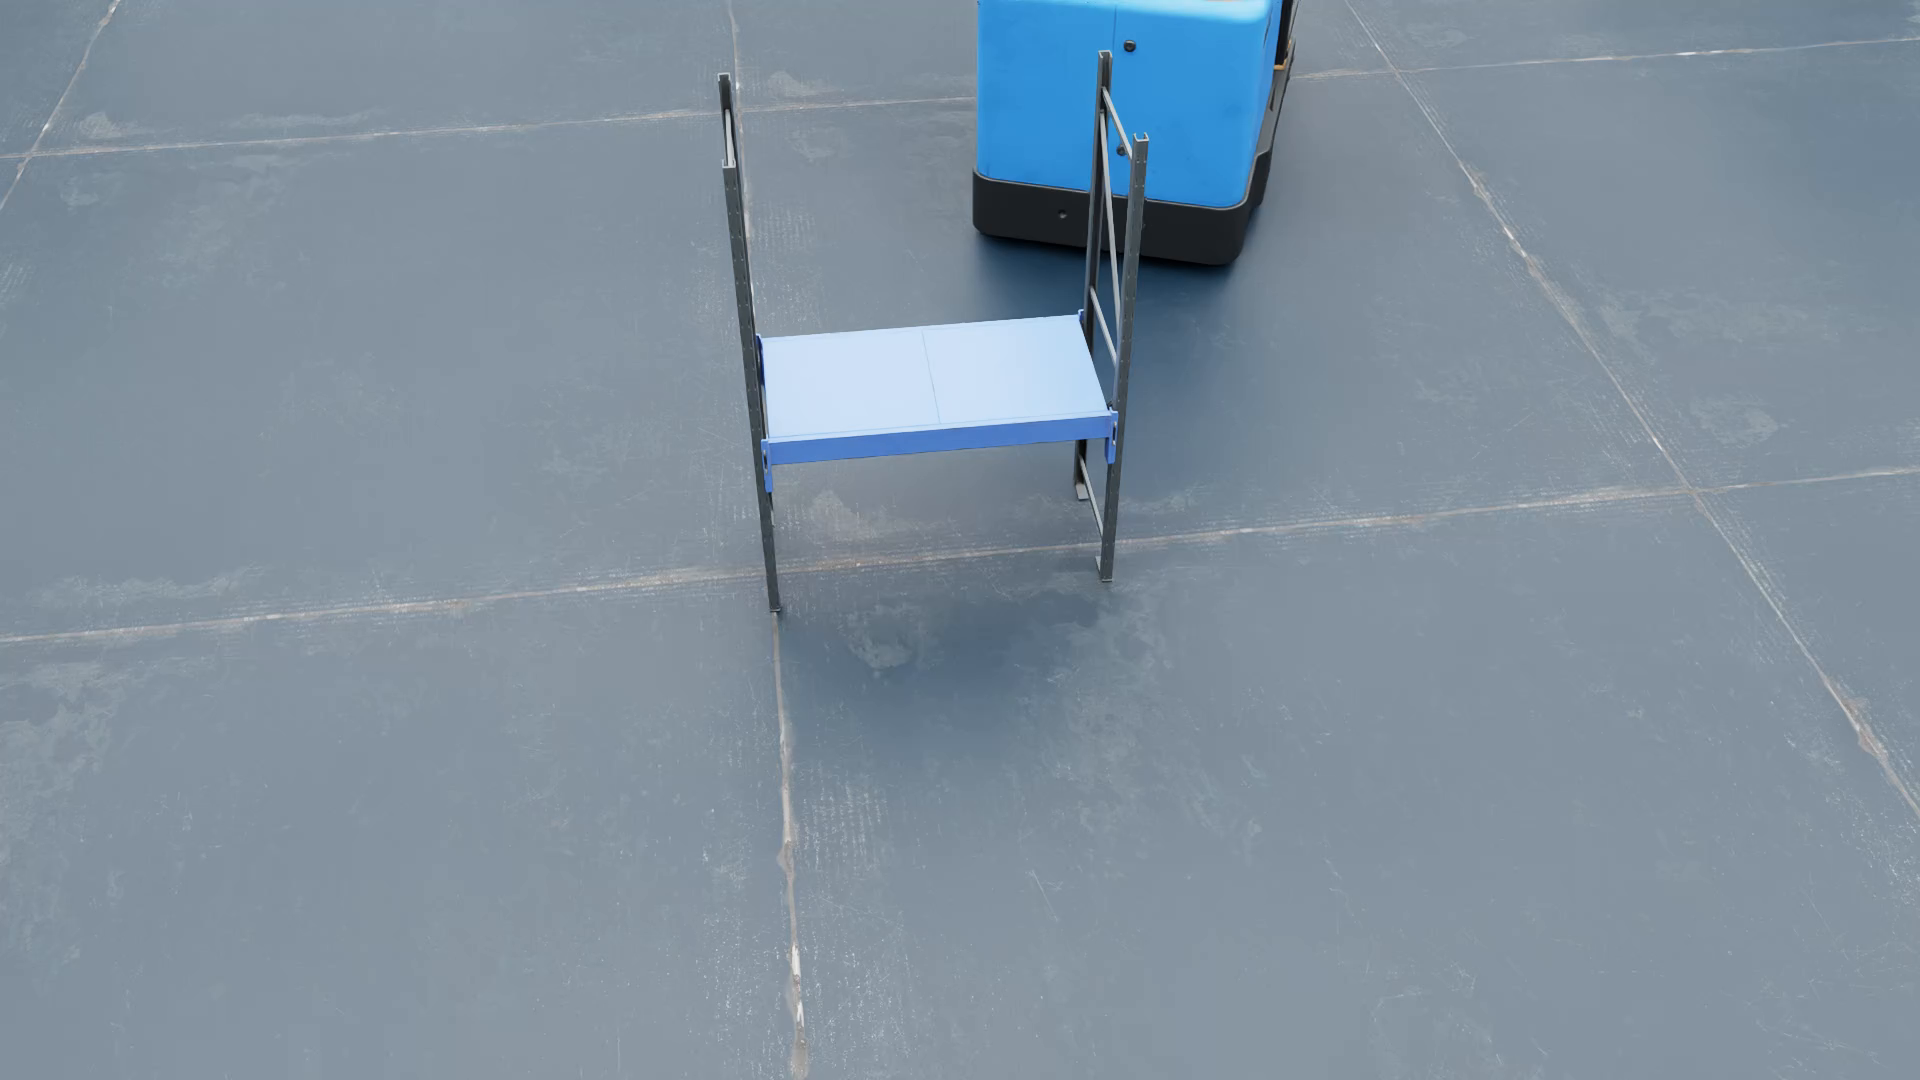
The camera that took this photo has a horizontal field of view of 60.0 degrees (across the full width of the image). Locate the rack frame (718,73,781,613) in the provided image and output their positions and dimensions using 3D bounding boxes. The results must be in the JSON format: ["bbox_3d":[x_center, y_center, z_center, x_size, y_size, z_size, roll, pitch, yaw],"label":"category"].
[{"bbox_3d":[-0.589,-0.505,4.690,0.032,1.500,0.500,-5,42,-6],"label":"rack frame"}]

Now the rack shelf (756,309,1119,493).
[{"bbox_3d":[-0.085,-0.416,4.860,1.000,0.185,0.538,-5,42,-6],"label":"rack shelf"}]

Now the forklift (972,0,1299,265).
[{"bbox_3d":[0.907,-3.130,6.532,1.130,2.935,3.031,10,43,11],"label":"forklift"}]

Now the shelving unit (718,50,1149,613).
[{"bbox_3d":[-0.085,-0.549,4.739,1.048,1.500,0.538,-5,42,-6],"label":"shelving unit"}]

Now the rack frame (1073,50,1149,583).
[{"bbox_3d":[0.419,-0.594,4.788,0.032,1.500,0.500,-5,42,-6],"label":"rack frame"}]
